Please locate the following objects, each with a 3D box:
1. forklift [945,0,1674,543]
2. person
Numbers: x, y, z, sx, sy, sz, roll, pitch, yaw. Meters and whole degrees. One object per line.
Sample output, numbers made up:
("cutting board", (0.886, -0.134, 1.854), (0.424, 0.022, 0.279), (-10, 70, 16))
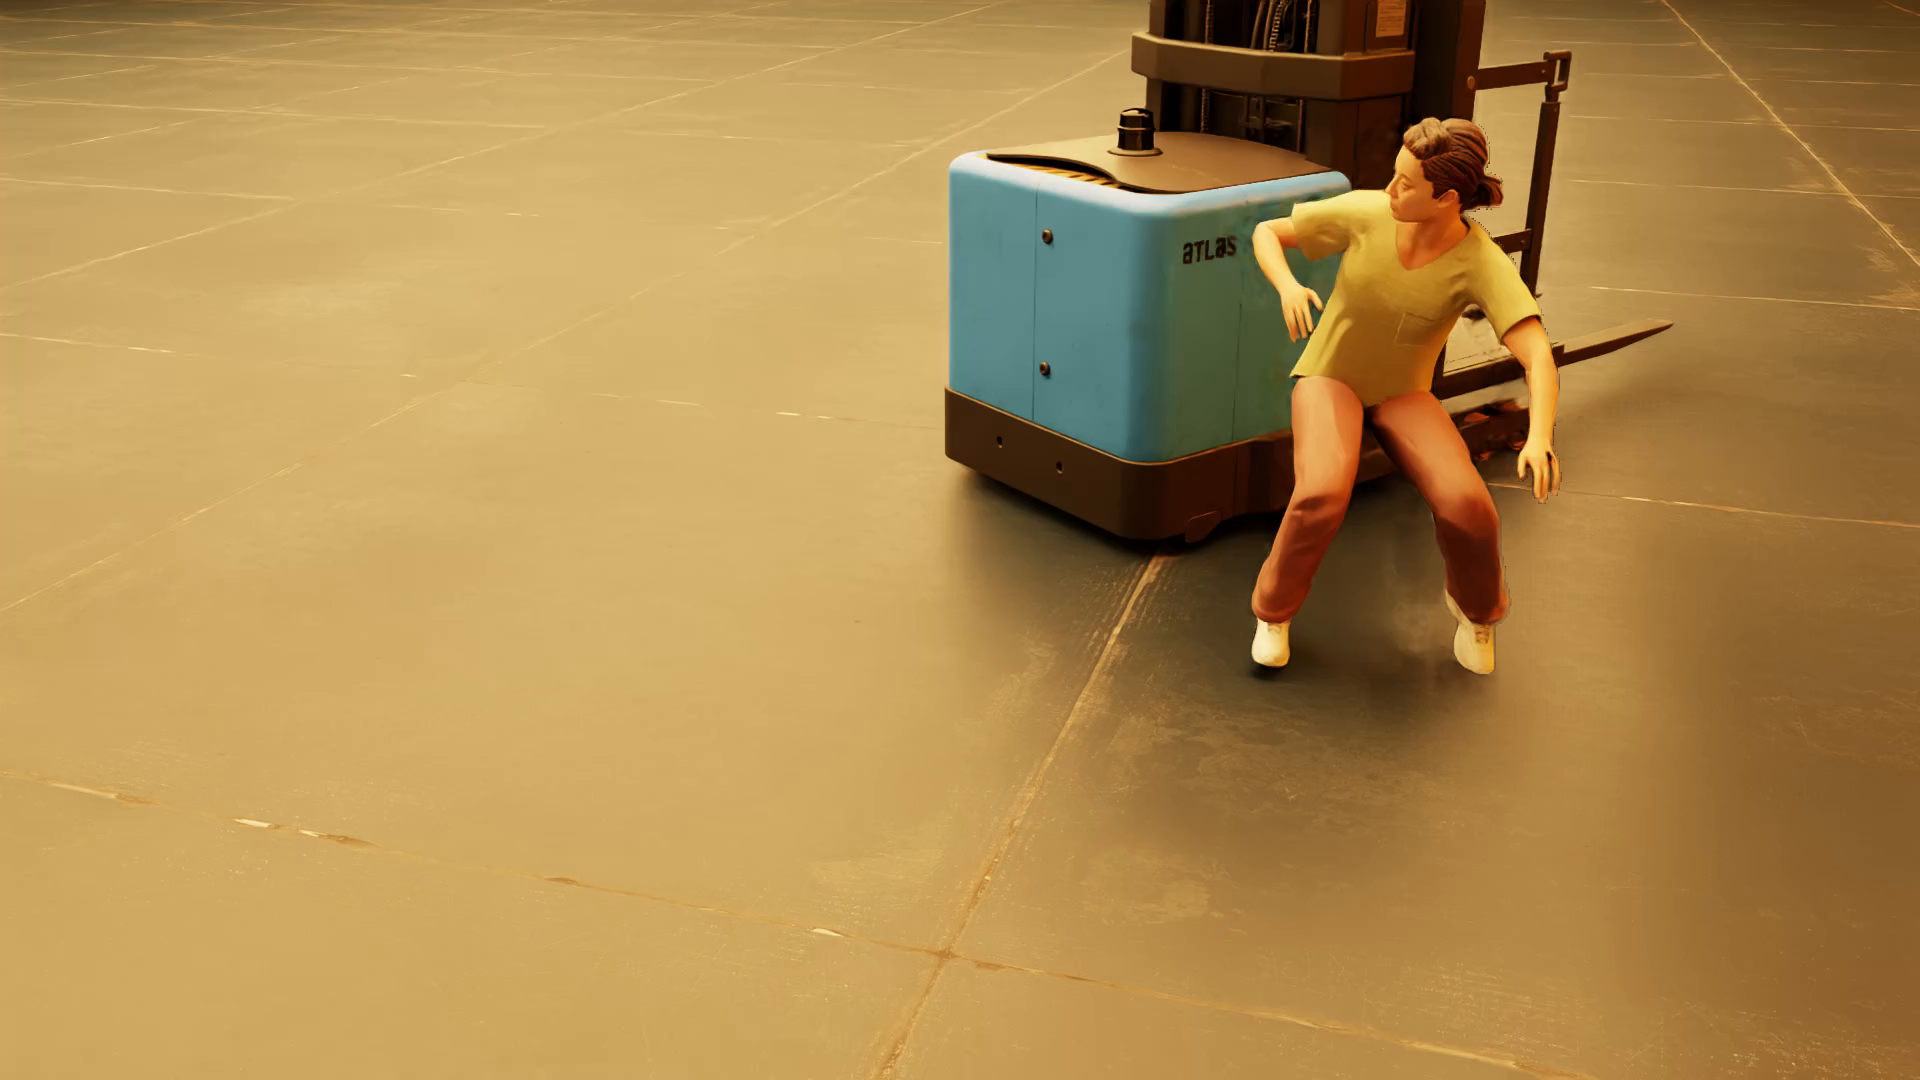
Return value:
("forklift", (1.435, -1.775, 5.579), (3.031, 2.935, 1.130), (-16, 27, -33))
("person", (1.051, -0.307, 4.057), (0.722, 1.417, 0.796), (4, 23, 9))
